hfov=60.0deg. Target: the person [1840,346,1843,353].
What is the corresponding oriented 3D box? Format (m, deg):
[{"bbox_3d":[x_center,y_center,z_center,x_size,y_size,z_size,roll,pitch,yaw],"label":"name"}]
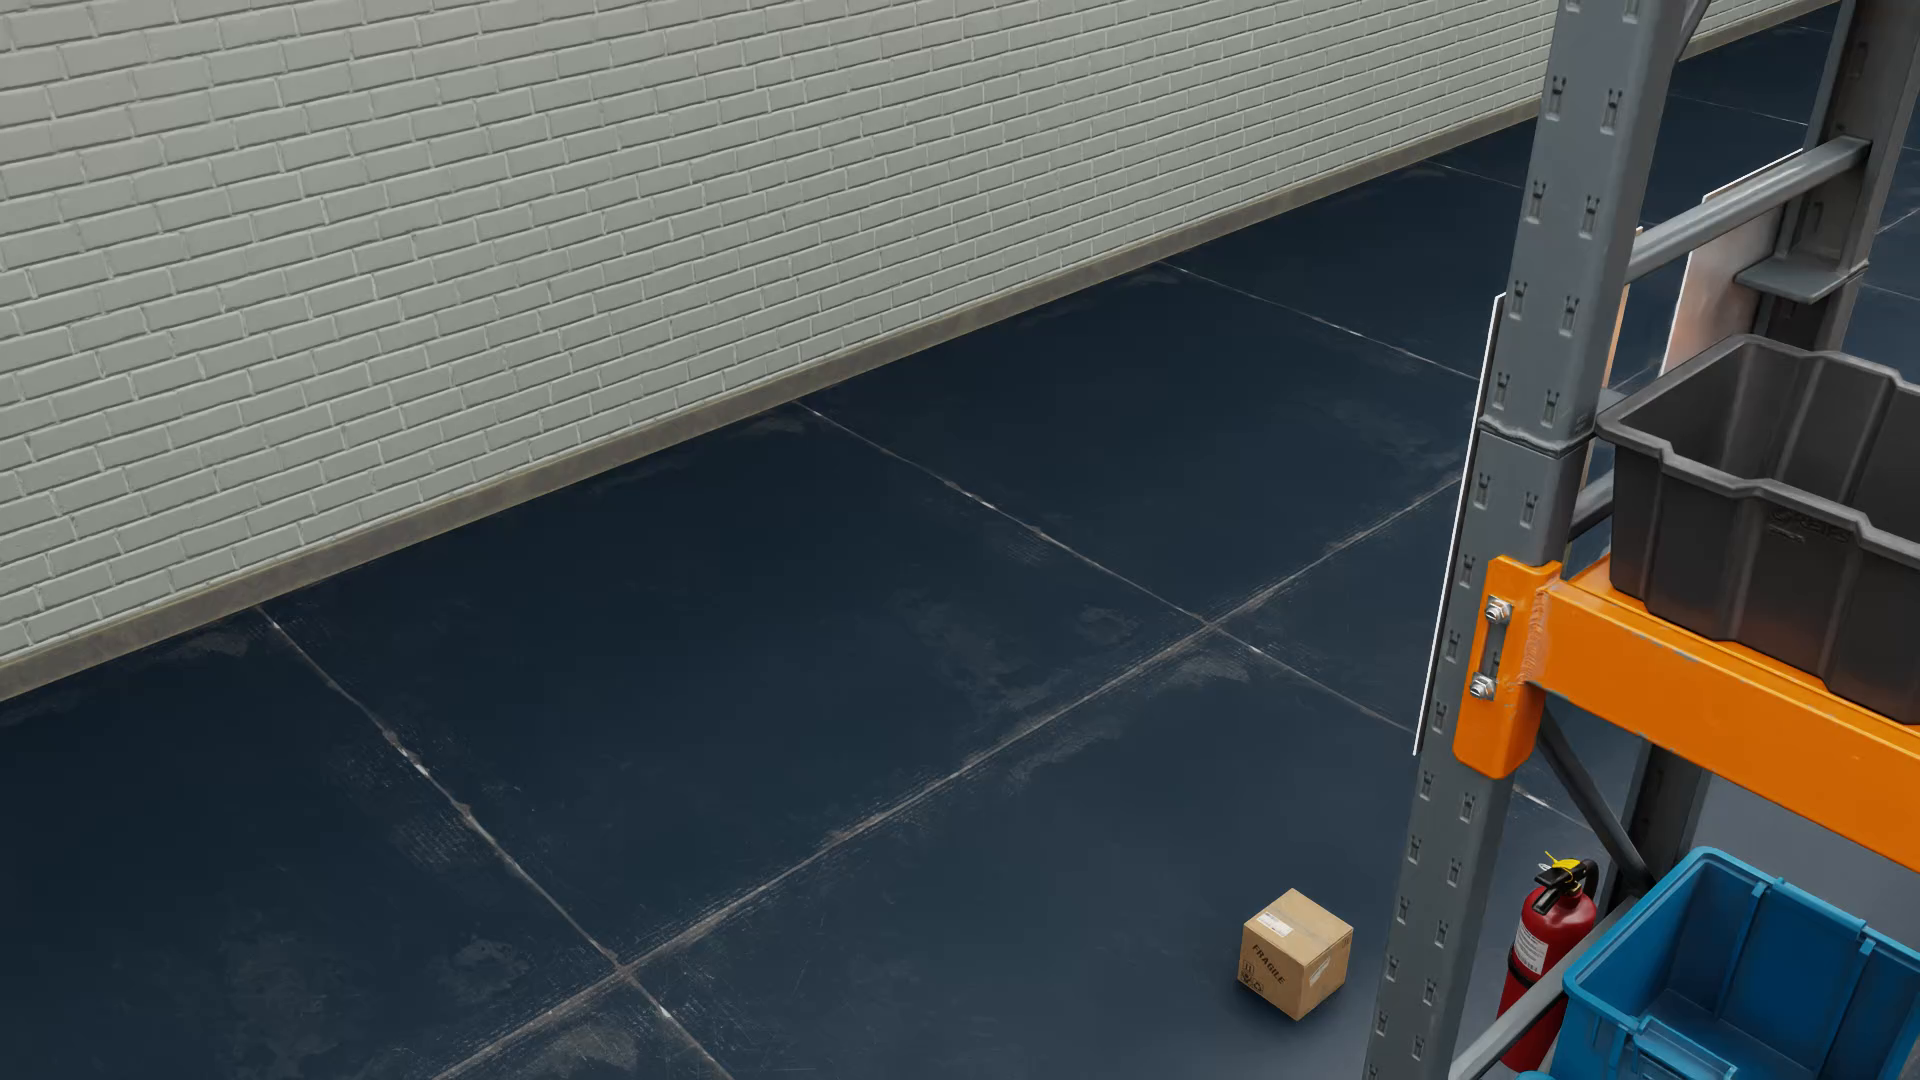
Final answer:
[{"bbox_3d":[3.357,-0.474,6.902,1.062,1.725,0.628,-16,35,-25],"label":"person"}]
